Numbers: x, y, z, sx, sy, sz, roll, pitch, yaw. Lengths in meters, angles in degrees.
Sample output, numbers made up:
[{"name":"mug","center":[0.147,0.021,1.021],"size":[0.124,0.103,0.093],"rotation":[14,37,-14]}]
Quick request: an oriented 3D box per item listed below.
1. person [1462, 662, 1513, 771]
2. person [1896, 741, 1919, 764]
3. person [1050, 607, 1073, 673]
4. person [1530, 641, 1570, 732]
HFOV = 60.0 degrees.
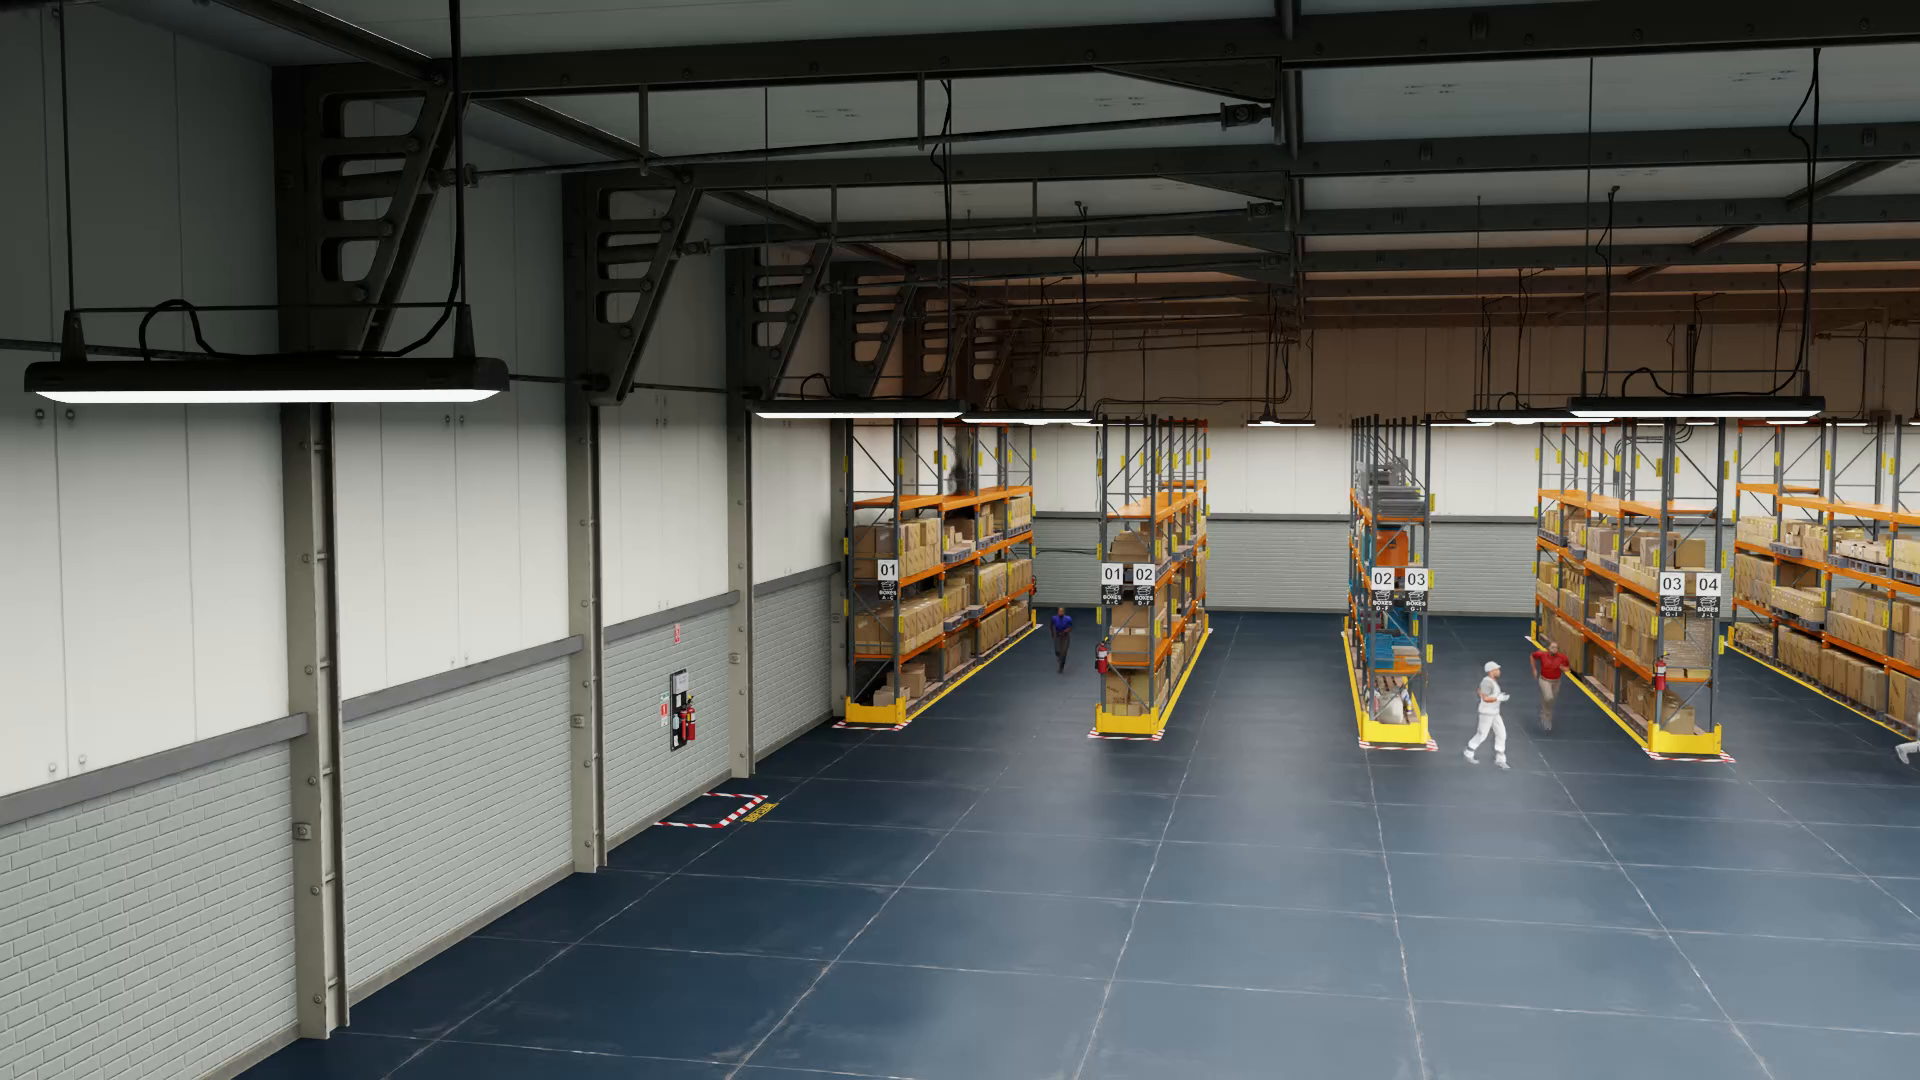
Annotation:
[{"name":"person","center":[8.877,2.966,28.010],"size":[0.831,1.841,0.621],"rotation":[3,5,36]},{"name":"person","center":[16.129,3.062,27.667],"size":[0.947,1.720,0.671],"rotation":[3,5,40]},{"name":"person","center":[2.379,2.344,39.102],"size":[0.562,1.582,0.676],"rotation":[1,4,8]},{"name":"person","center":[11.272,2.776,31.791],"size":[0.650,1.739,0.939],"rotation":[0,4,0]}]
